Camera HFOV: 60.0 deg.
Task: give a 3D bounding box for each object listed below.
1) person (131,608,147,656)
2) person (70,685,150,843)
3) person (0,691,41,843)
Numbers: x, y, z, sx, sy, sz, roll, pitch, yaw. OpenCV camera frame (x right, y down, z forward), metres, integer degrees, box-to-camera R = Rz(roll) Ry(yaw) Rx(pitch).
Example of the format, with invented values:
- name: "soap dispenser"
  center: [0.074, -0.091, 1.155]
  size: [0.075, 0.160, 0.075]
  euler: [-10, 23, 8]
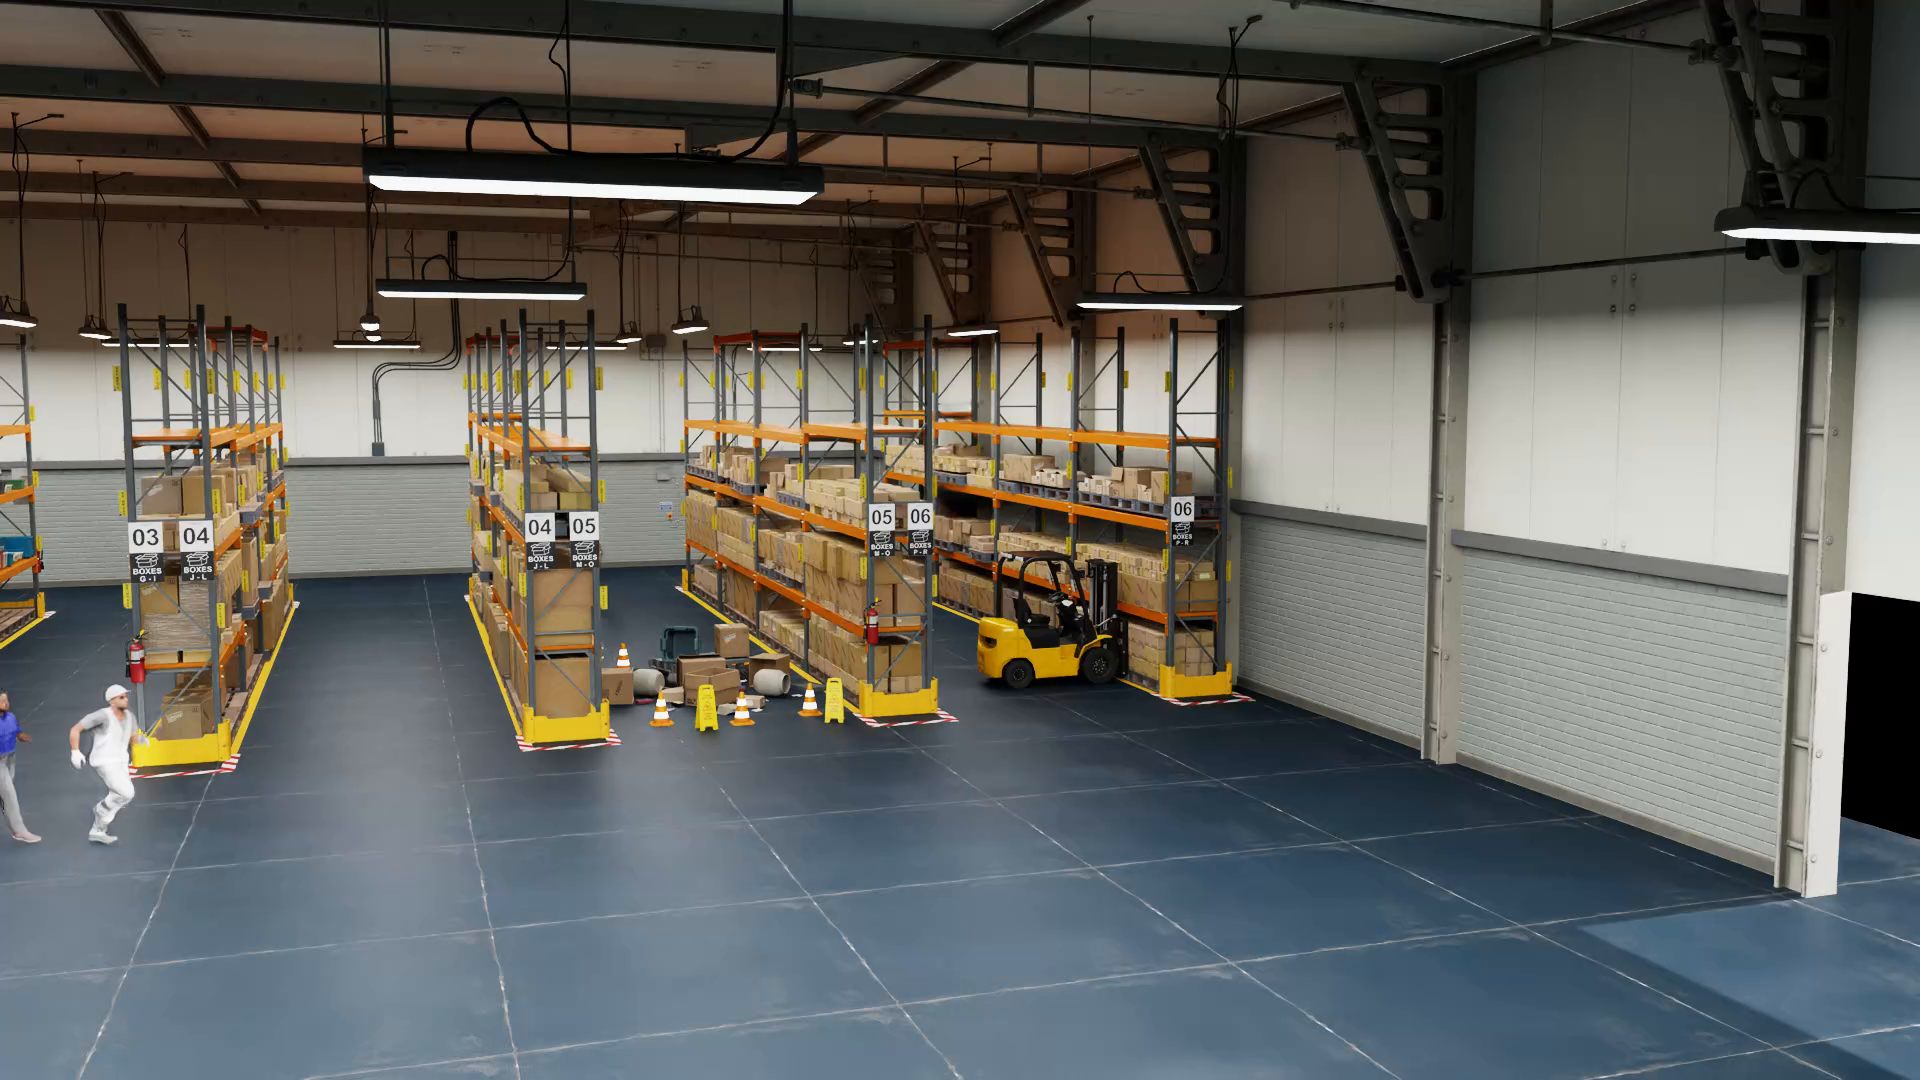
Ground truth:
- name: "person"
  center: [-14.521, 1.376, 29.694]
  size: [0.565, 1.624, 0.548]
  euler: [-2, 6, -18]
- name: "person"
  center: [-9.132, 2.431, 17.996]
  size: [0.681, 1.726, 0.709]
  euler: [1, 6, 14]
- name: "person"
  center: [-10.435, 2.444, 18.046]
  size: [0.920, 1.646, 0.574]
  euler: [1, 6, 10]
